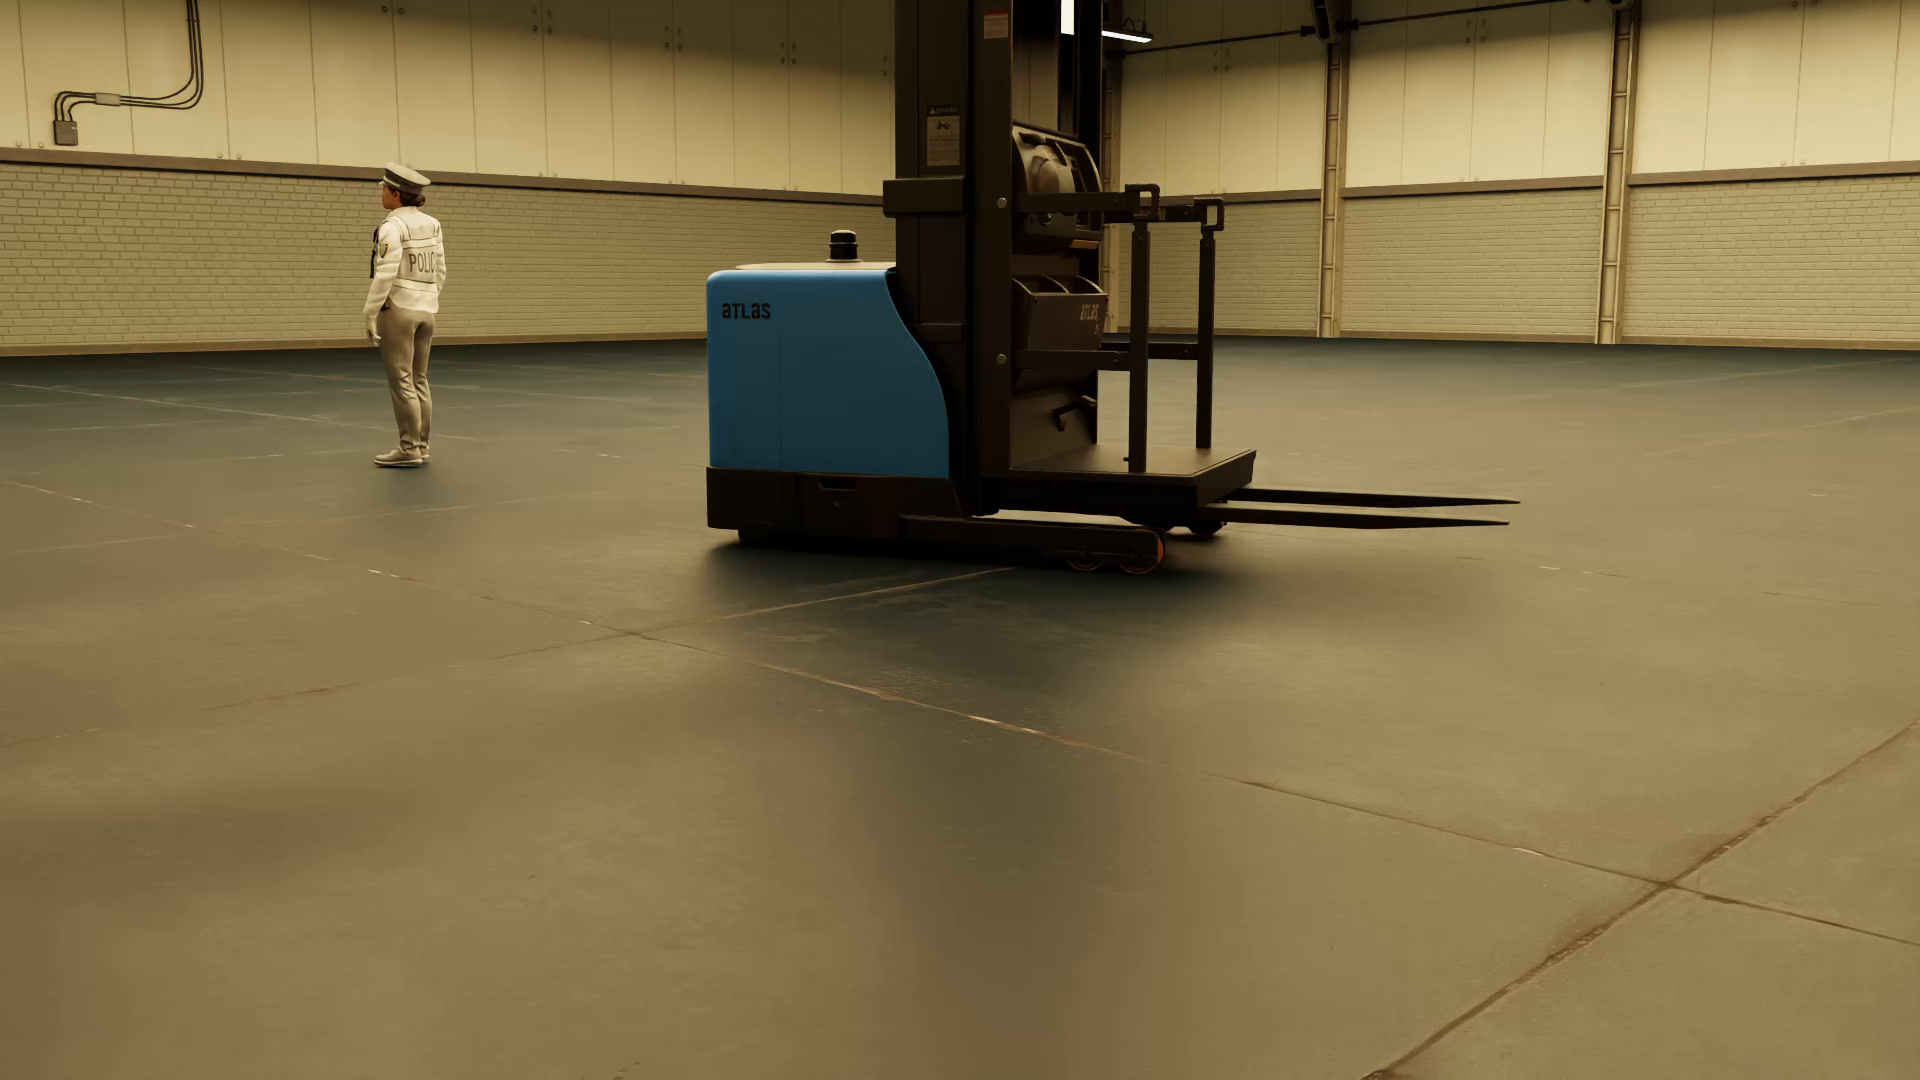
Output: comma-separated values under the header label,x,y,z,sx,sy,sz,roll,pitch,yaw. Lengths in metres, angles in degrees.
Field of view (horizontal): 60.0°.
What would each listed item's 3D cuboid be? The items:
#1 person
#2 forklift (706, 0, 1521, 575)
label,x,y,z,sx,sy,sz,roll,pitch,yaw
person,-3.187,-1.266,9.389,0.530,1.694,0.587,3,9,19
forklift,0.565,-1.416,6.275,3.031,2.935,1.130,3,9,22
